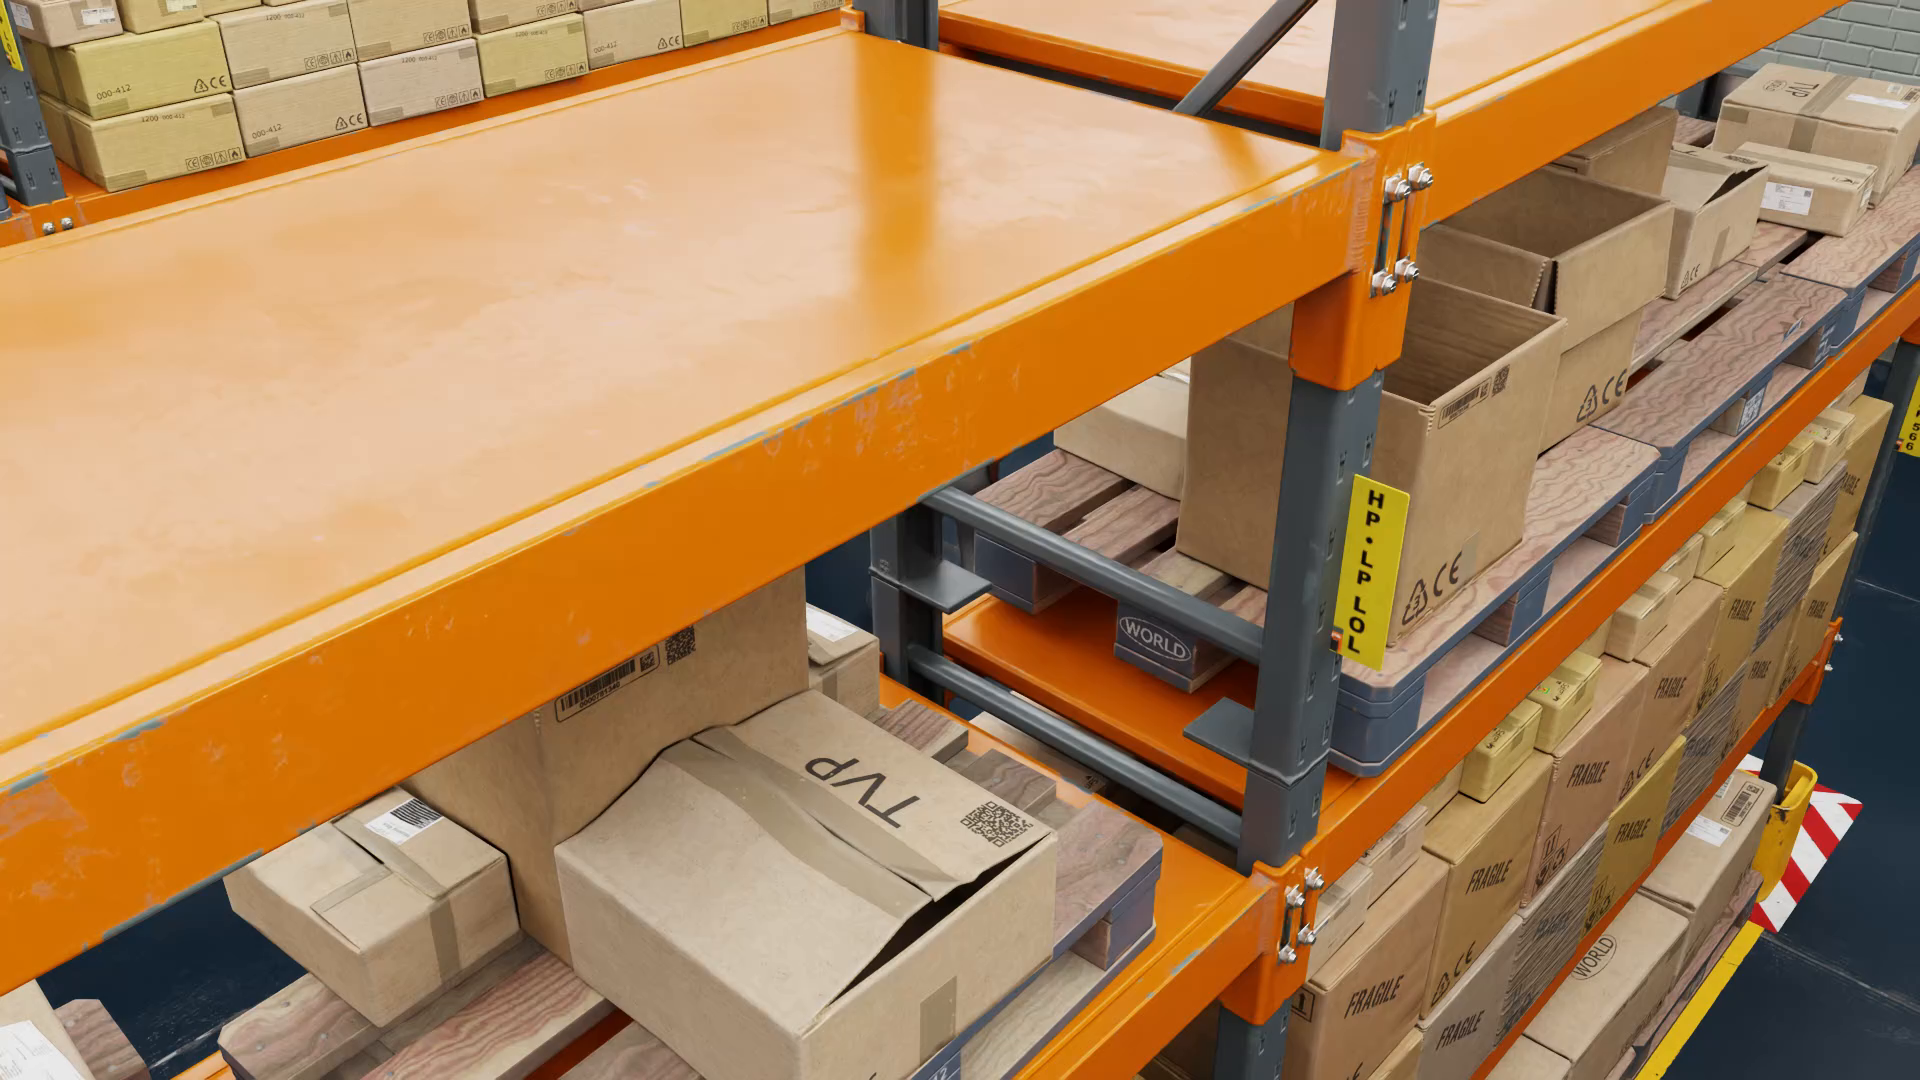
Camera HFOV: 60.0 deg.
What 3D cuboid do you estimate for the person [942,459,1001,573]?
[{"bbox_3d":[-0.038,-0.344,8.200,0.469,1.656,0.624,-1,32,-2],"label":"person"}]
